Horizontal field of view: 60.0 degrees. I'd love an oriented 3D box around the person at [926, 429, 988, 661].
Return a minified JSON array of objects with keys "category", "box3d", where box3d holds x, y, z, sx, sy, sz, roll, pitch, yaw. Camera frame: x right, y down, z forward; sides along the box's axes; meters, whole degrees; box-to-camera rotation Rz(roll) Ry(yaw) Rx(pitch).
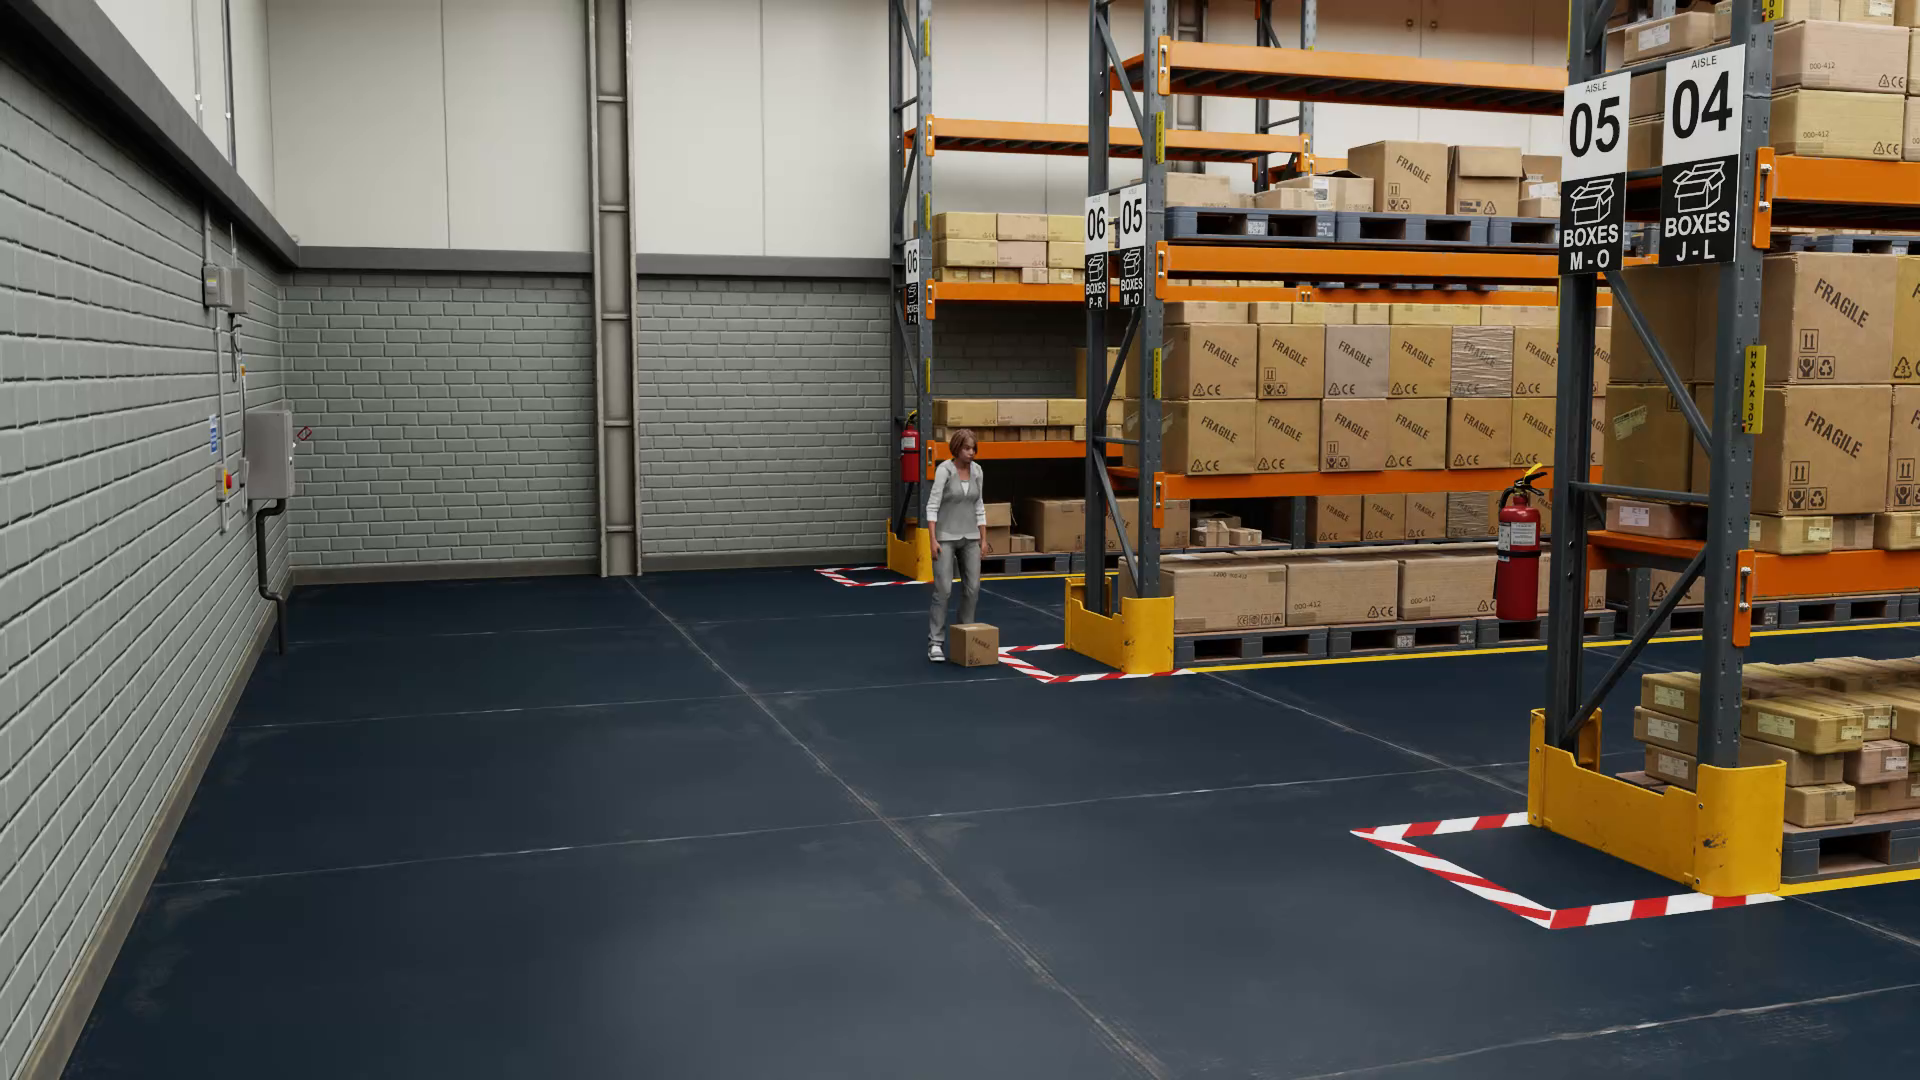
[{"category":"person","box3d":[-0.024,0.027,11.521,0.485,1.592,0.347,-3,7,-29]}]
